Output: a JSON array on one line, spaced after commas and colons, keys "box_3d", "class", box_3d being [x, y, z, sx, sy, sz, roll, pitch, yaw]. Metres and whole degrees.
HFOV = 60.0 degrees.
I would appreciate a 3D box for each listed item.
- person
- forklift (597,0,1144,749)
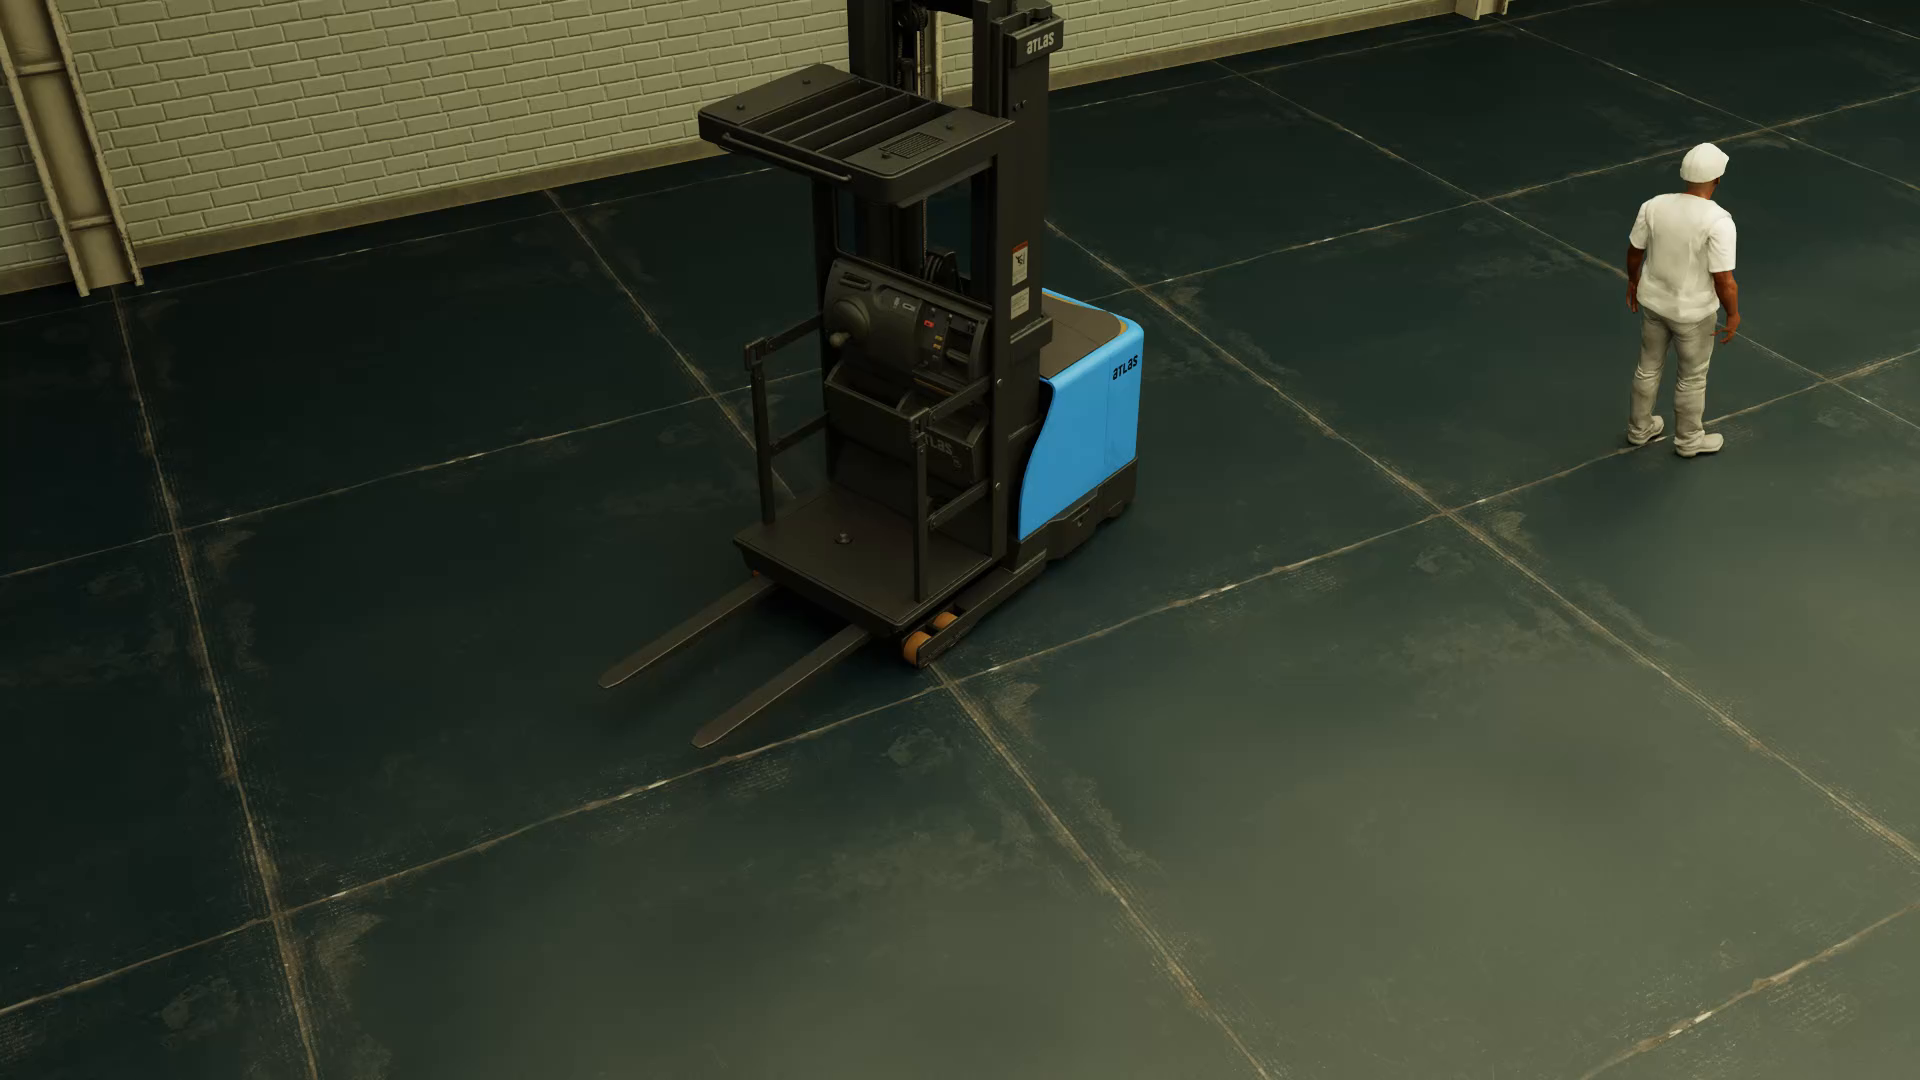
[{"box_3d": [3.917, -1.300, 8.959, 0.577, 1.765, 0.665, -22, 41, -28], "class": "person"}, {"box_3d": [-0.390, -0.927, 7.434, 1.130, 2.935, 3.031, 26, 43, 31], "class": "forklift"}]
